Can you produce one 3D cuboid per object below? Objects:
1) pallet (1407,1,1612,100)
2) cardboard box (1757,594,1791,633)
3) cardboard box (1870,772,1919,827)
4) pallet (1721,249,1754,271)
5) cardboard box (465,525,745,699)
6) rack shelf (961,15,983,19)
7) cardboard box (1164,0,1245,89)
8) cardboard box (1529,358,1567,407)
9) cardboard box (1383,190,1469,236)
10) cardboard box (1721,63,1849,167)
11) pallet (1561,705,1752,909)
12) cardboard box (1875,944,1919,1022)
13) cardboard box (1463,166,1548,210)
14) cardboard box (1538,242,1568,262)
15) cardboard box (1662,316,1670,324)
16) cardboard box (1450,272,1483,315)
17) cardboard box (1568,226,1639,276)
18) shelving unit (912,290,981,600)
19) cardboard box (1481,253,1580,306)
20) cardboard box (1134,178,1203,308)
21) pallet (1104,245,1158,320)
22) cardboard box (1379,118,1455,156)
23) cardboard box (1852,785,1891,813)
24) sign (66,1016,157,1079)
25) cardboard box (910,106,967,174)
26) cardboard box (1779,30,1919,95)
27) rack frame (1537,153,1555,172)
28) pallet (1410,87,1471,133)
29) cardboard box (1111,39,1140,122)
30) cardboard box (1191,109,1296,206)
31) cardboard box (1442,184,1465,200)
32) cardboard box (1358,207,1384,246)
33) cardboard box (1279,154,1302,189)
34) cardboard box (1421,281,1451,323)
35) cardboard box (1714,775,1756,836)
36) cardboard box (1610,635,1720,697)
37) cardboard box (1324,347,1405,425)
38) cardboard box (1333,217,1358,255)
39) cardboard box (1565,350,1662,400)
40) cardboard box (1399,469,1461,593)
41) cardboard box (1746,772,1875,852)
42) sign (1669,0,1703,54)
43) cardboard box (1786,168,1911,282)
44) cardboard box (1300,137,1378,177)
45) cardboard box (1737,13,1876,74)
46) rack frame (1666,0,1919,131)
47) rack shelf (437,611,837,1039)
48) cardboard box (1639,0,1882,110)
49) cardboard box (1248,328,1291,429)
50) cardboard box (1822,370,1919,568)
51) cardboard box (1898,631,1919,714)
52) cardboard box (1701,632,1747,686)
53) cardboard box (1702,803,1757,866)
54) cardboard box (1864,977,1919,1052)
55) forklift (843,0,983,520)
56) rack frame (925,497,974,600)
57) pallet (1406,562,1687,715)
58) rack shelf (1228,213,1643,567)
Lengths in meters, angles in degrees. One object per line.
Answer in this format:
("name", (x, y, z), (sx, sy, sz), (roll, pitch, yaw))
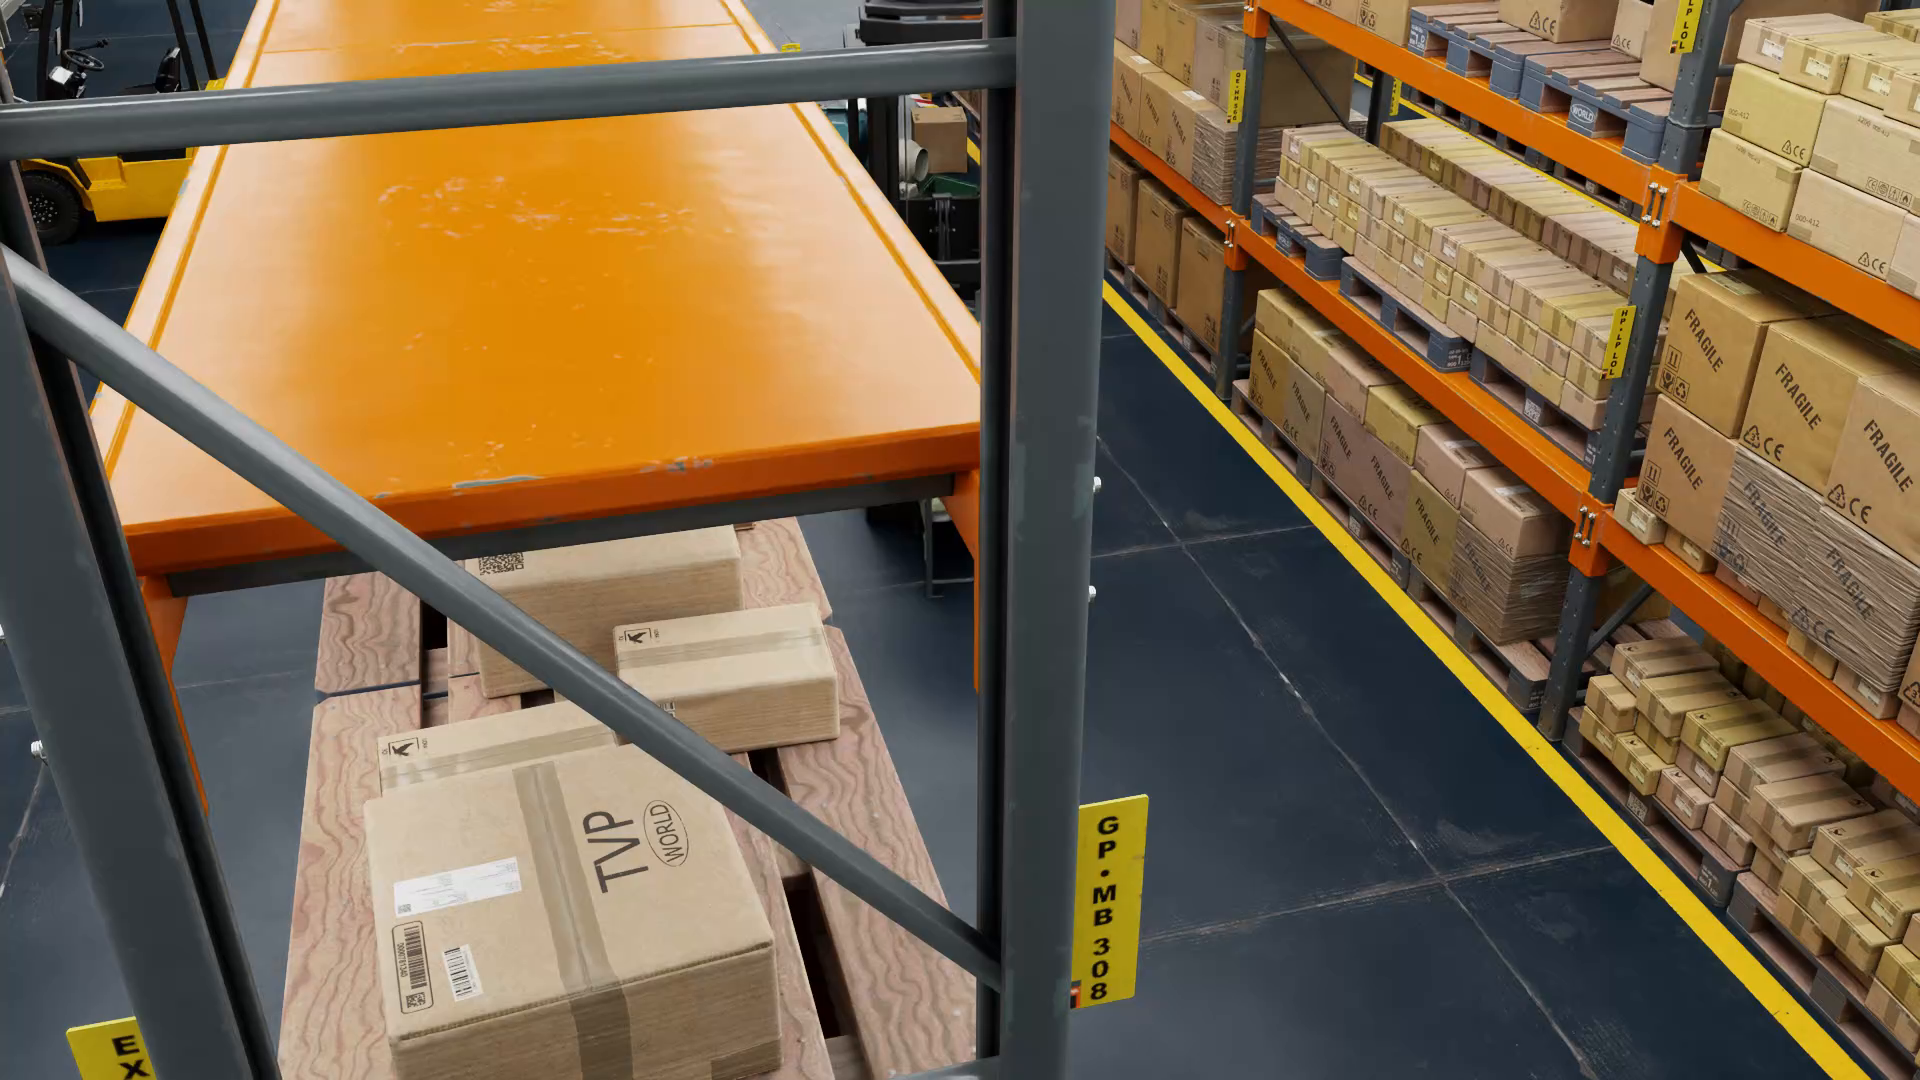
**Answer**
("pallet", (2.982, -2.438, 8.162), (1.213, 0.211, 1.003), (-8, 31, -13))
("cardboard box", (3.409, 0.249, 6.576), (0.380, 0.149, 0.250), (-9, 31, -15))
("cardboard box", (4.000, 1.015, 6.835), (0.380, 0.149, 0.250), (-9, 31, -16))
("pallet", (6.863, -2.122, 13.205), (1.003, 0.211, 1.213), (-8, 31, -13))
("cardboard box", (-0.712, 0.016, 3.304), (0.500, 0.311, 0.500), (-7, 31, -12))
("rack shelf", (0.667, -4.927, 15.986), (1.077, 0.370, 4.000), (-8, 31, -13))
("cardboard box", (1.876, -3.526, 11.750), (0.700, 0.500, 0.500), (-8, 31, -14))
("cardboard box", (2.955, -0.773, 7.922), (0.380, 0.149, 0.250), (-8, 31, -13))
("cardboard box", (2.546, -1.787, 9.082), (0.380, 0.149, 0.250), (-7, 31, -12))
("cardboard box", (3.218, -1.594, 6.166), (0.500, 0.250, 0.500), (-7, 31, -12))
("pallet", (3.534, 1.118, 7.608), (1.003, 0.211, 1.213), (-8, 31, -13))
("cardboard box", (3.628, 1.604, 6.114), (0.380, 0.149, 0.250), (-6, 31, -11))
("cardboard box", (3.099, -2.001, 9.451), (0.380, 0.149, 0.250), (-8, 31, -13))
("cardboard box", (3.307, -1.495, 8.873), (0.380, 0.149, 0.250), (-8, 31, -14))
("cardboard box", (3.590, -0.987, 7.995), (0.380, 0.149, 0.250), (-8, 31, -14))
("cardboard box", (2.747, -1.281, 8.503), (0.380, 0.149, 0.250), (-9, 31, -16))
("cardboard box", (3.382, -1.493, 8.573), (0.380, 0.149, 0.250), (-8, 31, -14))
("shelving unit", (-0.034, -0.519, 9.150), (0.431, 1.500, 0.755), (-4, 30, -6))
("cardboard box", (2.818, -1.288, 8.219), (0.380, 0.149, 0.250), (-8, 31, -13))
("cardboard box", (1.949, -2.276, 12.515), (1.050, 0.750, 0.750), (-7, 31, -13))
("pallet", (1.803, -2.113, 13.189), (1.003, 0.211, 1.213), (-8, 31, -13))
("cardboard box", (2.832, -2.495, 10.304), (0.380, 0.149, 0.250), (-9, 31, -15))
("cardboard box", (3.942, 1.135, 6.924), (0.380, 0.149, 0.250), (-7, 31, -12))
("sign", (-0.889, 0.649, 1.836), (0.100, 0.325, 0.005), (-8, 31, -13))
("cardboard box", (-0.203, -3.805, 15.822), (0.500, 0.500, 0.500), (-3, 30, -5))
("cardboard box", (3.205, -1.722, 5.989), (0.380, 0.149, 0.250), (-9, 31, -15))
("rack frame", (6.007, -4.883, 15.192), (1.000, 3.000, 0.127), (-8, 31, -13))
("pallet", (5.467, -4.586, 17.463), (1.003, 0.211, 1.213), (-8, 31, -13))
("cardboard box", (1.343, -3.540, 12.772), (0.500, 0.500, 0.500), (-8, 31, -14))
("cardboard box", (1.881, -2.566, 11.088), (0.500, 0.500, 0.500), (-8, 31, -13))
("cardboard box", (3.041, -1.988, 9.725), (0.380, 0.149, 0.250), (-8, 31, -13))
("cardboard box", (2.475, -1.781, 9.367), (0.380, 0.149, 0.250), (-8, 31, -13))
("cardboard box", (2.194, -2.282, 10.233), (0.380, 0.149, 0.250), (-6, 31, -11))
("cardboard box", (2.676, -1.276, 8.792), (0.380, 0.149, 0.250), (-7, 31, -11))
("cardboard box", (3.431, 1.086, 7.009), (0.380, 0.149, 0.250), (-9, 31, -16))
("cardboard box", (3.213, 0.580, 7.586), (0.380, 0.149, 0.250), (-7, 31, -11))
("cardboard box", (2.463, -0.914, 9.662), (0.500, 0.250, 0.500), (-8, 31, -13))
("cardboard box", (2.400, -1.781, 9.664), (0.380, 0.149, 0.250), (-6, 31, -11))
("cardboard box", (3.025, -0.776, 7.631), (0.380, 0.149, 0.250), (-7, 31, -12))
("cardboard box", (2.746, -0.080, 8.970), (0.500, 0.500, 0.500), (-9, 31, -14))
("cardboard box", (3.424, 1.093, 6.700), (0.380, 0.149, 0.250), (-7, 31, -12))
("sign", (2.787, -2.026, 6.352), (0.100, 0.325, 0.005), (-8, 31, -13))
("cardboard box", (3.332, -1.143, 5.885), (0.500, 0.250, 0.500), (-8, 31, -14))
("cardboard box", (2.269, -2.293, 9.954), (0.380, 0.149, 0.250), (-9, 31, -15))
("cardboard box", (3.165, -1.858, 6.224), (0.380, 0.149, 0.250), (-8, 31, -14))
("rack frame", (3.321, -3.005, 5.959), (1.000, 3.000, 0.127), (-8, 31, -13))
("rack shelf", (-0.893, 0.277, 4.000), (1.077, 0.370, 4.000), (-8, 31, -13))
("cardboard box", (3.327, -2.129, 6.921), (0.700, 0.500, 0.500), (-8, 31, -13))
("cardboard box", (2.202, -1.065, 10.671), (0.500, 0.500, 0.500), (-9, 31, -15))
("cardboard box", (3.462, -0.267, 5.822), (0.500, 0.500, 0.500), (-7, 31, -12))
("cardboard box", (3.618, 0.433, 5.610), (0.500, 0.500, 0.500), (-6, 31, -11))
("cardboard box", (3.667, 0.523, 7.684), (0.380, 0.149, 0.250), (-7, 31, -12))
("cardboard box", (3.410, 1.220, 7.075), (0.380, 0.149, 0.250), (-8, 31, -14))
("cardboard box", (3.630, 1.732, 6.190), (0.380, 0.149, 0.250), (-7, 31, -12))
("forklift", (-0.146, -2.095, 10.444), (1.130, 2.935, 3.031), (-2, 30, -4))
("rack frame", (0.013, -0.338, 8.836), (0.400, 1.500, 0.023), (-4, 30, -6))
("pallet", (3.113, 0.422, 8.809), (1.003, 0.211, 1.213), (-8, 31, -13))
("rack shelf", (2.791, -1.063, 9.311), (1.077, 0.370, 4.000), (-8, 31, -13))
